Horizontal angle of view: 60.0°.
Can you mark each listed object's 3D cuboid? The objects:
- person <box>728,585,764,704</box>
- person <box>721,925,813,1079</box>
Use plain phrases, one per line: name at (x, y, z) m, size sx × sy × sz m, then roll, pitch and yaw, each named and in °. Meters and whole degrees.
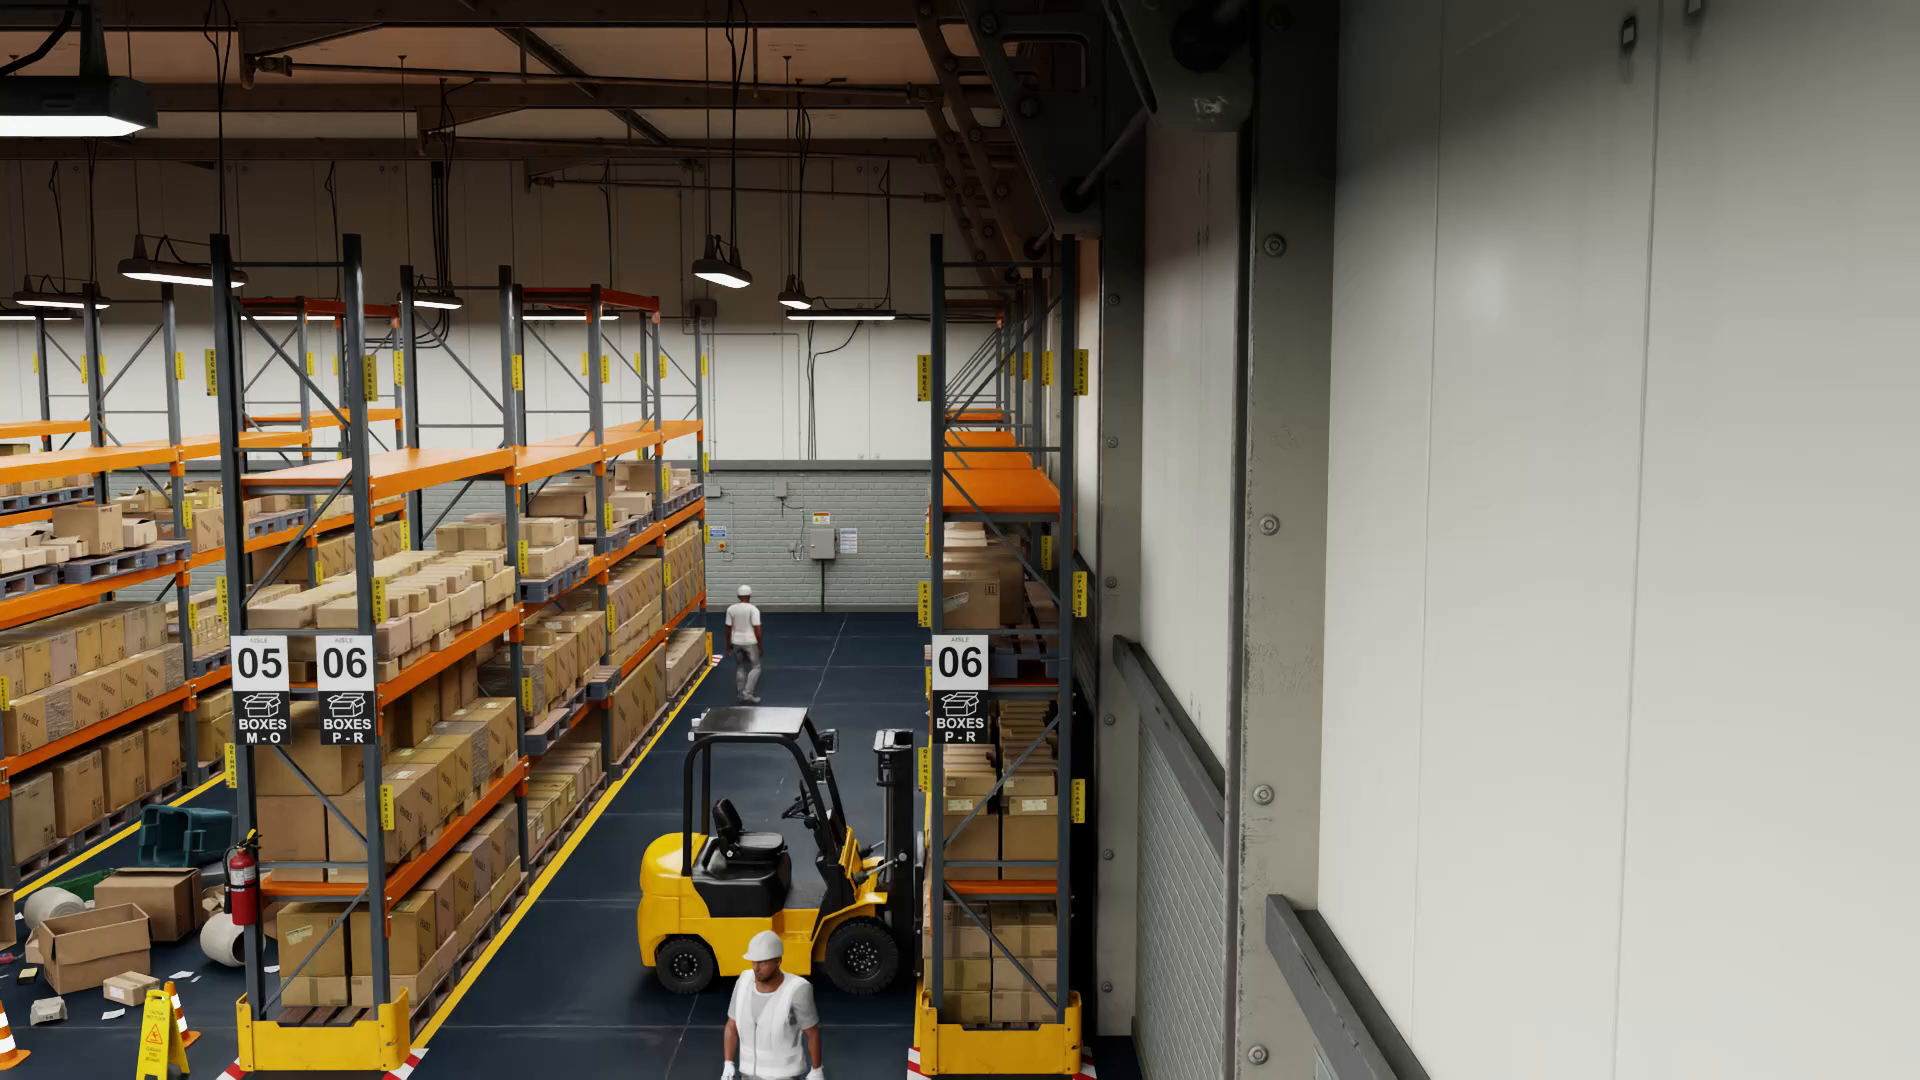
person at (-3.201, 1.552, 24.833) m, size 0.594 × 1.771 × 0.414 m, roll 5°, pitch 8°, yaw 36°
person at (-1.108, 3.197, 10.045) m, size 0.631 × 1.778 × 0.618 m, roll -5°, pitch 8°, yaw -36°
